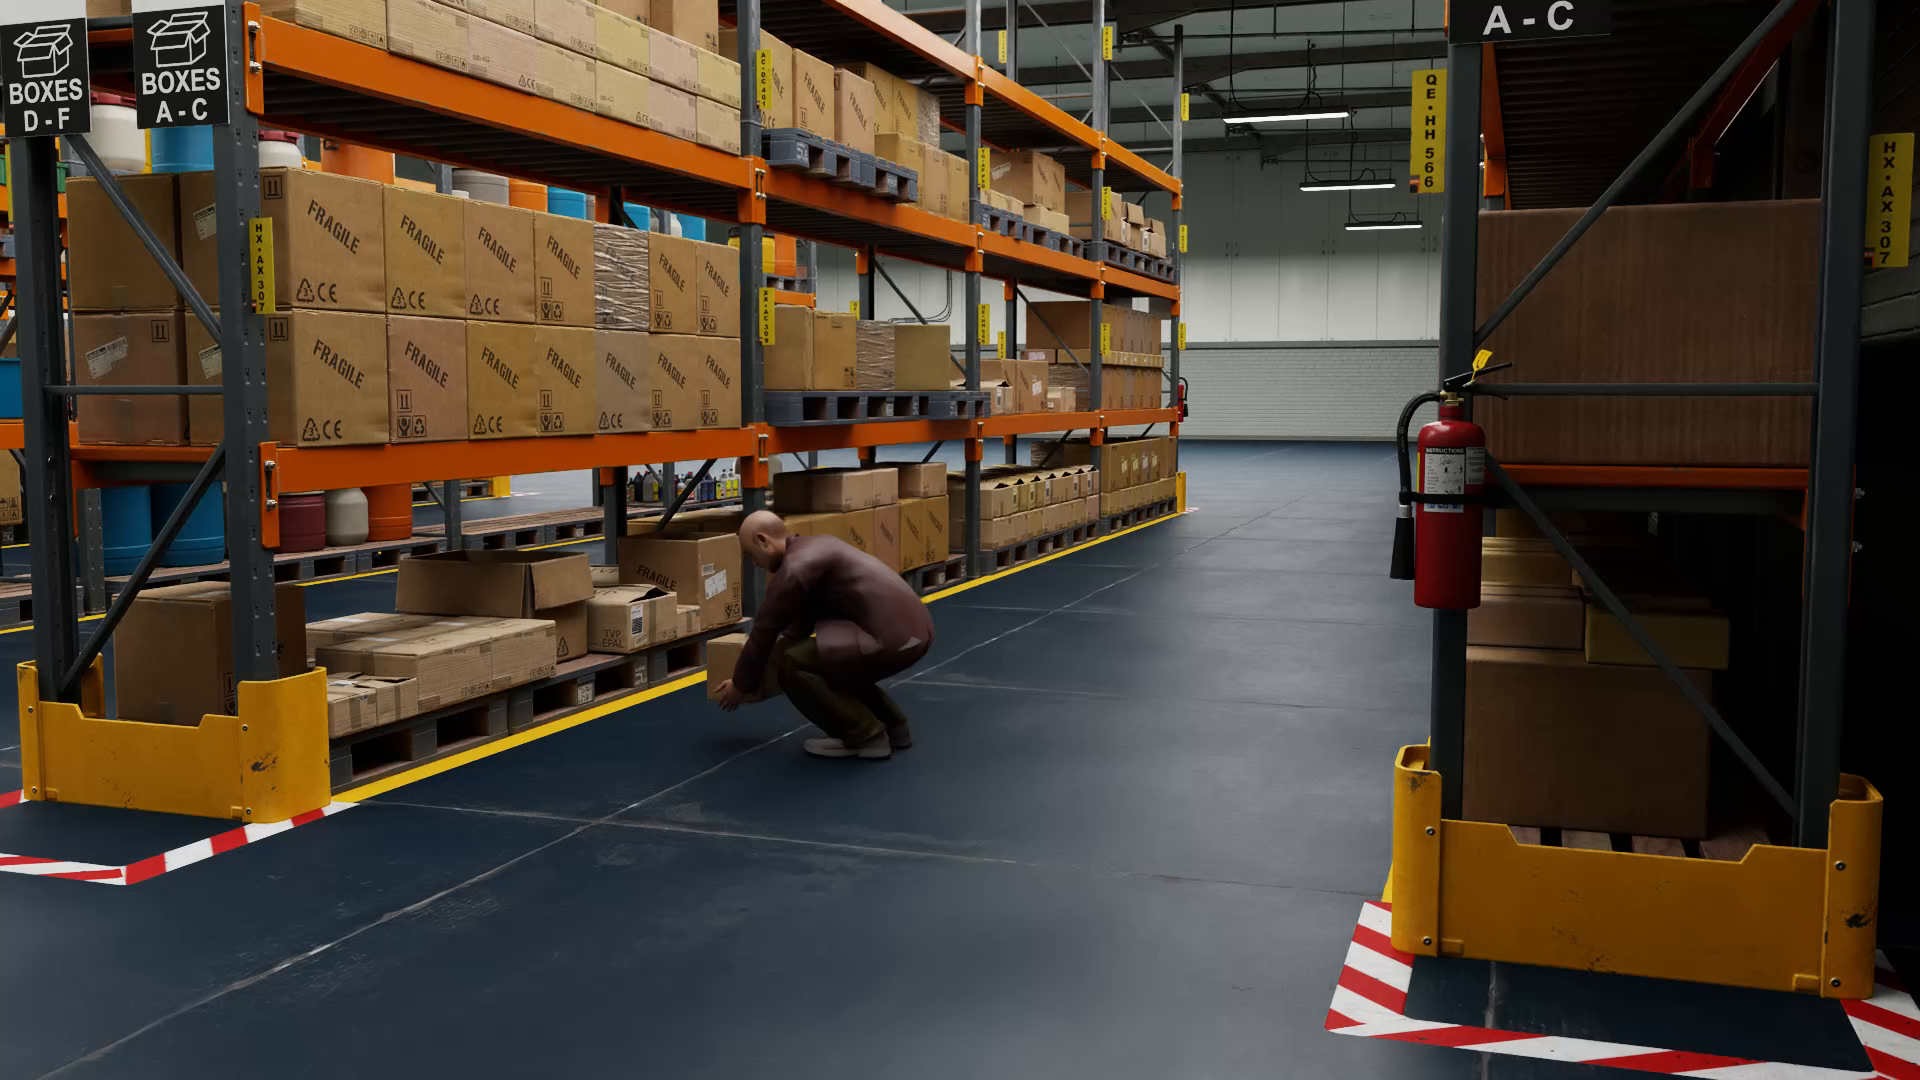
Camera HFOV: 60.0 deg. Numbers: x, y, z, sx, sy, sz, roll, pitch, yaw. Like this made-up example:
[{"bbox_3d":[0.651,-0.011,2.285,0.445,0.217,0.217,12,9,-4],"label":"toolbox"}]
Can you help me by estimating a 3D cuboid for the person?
[{"bbox_3d":[-0.560,0.382,6.978,0.918,1.010,0.611,2,5,18],"label":"person"}]
